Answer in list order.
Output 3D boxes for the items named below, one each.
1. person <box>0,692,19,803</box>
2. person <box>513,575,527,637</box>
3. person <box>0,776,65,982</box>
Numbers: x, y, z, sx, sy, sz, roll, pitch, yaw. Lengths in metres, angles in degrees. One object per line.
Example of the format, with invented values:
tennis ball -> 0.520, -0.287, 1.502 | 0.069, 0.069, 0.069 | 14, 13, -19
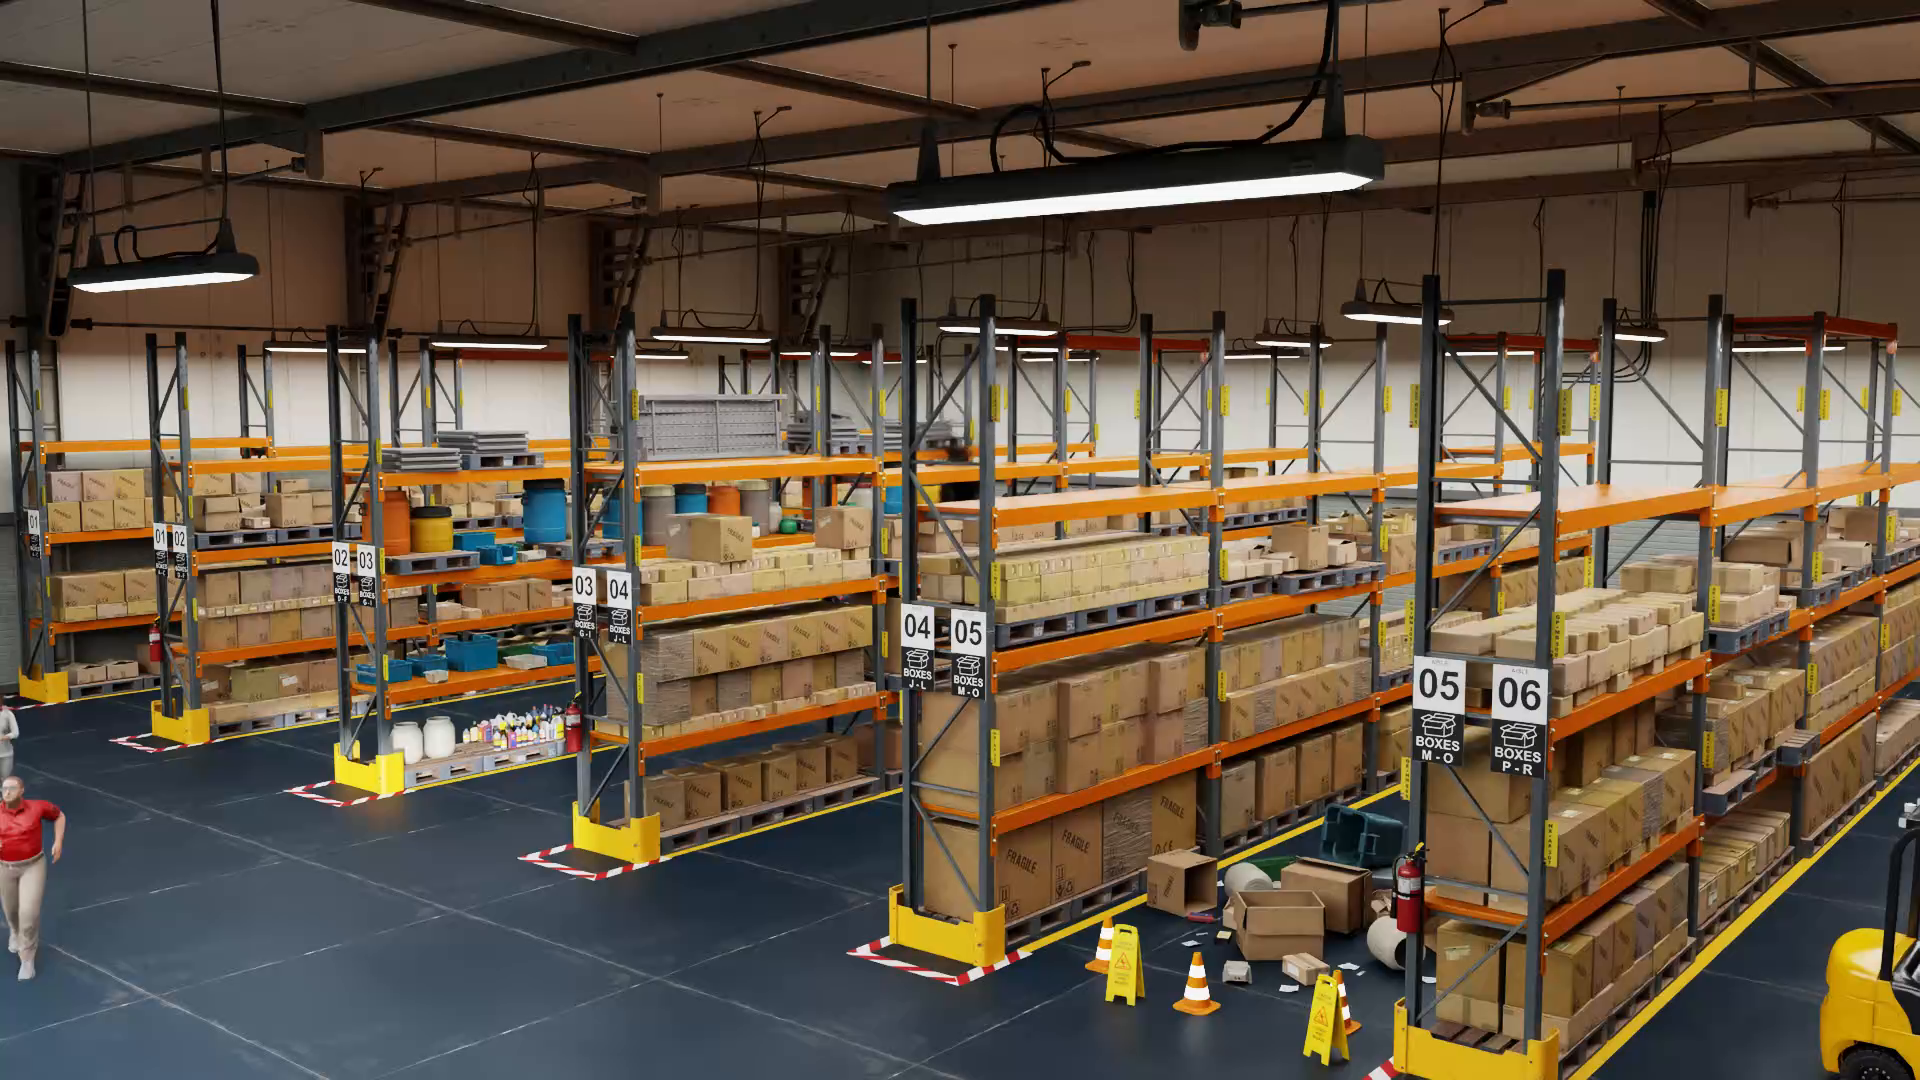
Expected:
person -> -11.478, 2.587, 19.790 | 0.504, 1.604, 0.672 | -3, 6, -34
person -> -8.346, 1.473, 31.579 | 0.578, 1.660, 0.870 | 3, 6, 32
person -> -8.410, 2.970, 14.917 | 0.672, 1.771, 0.955 | -1, 5, -16
